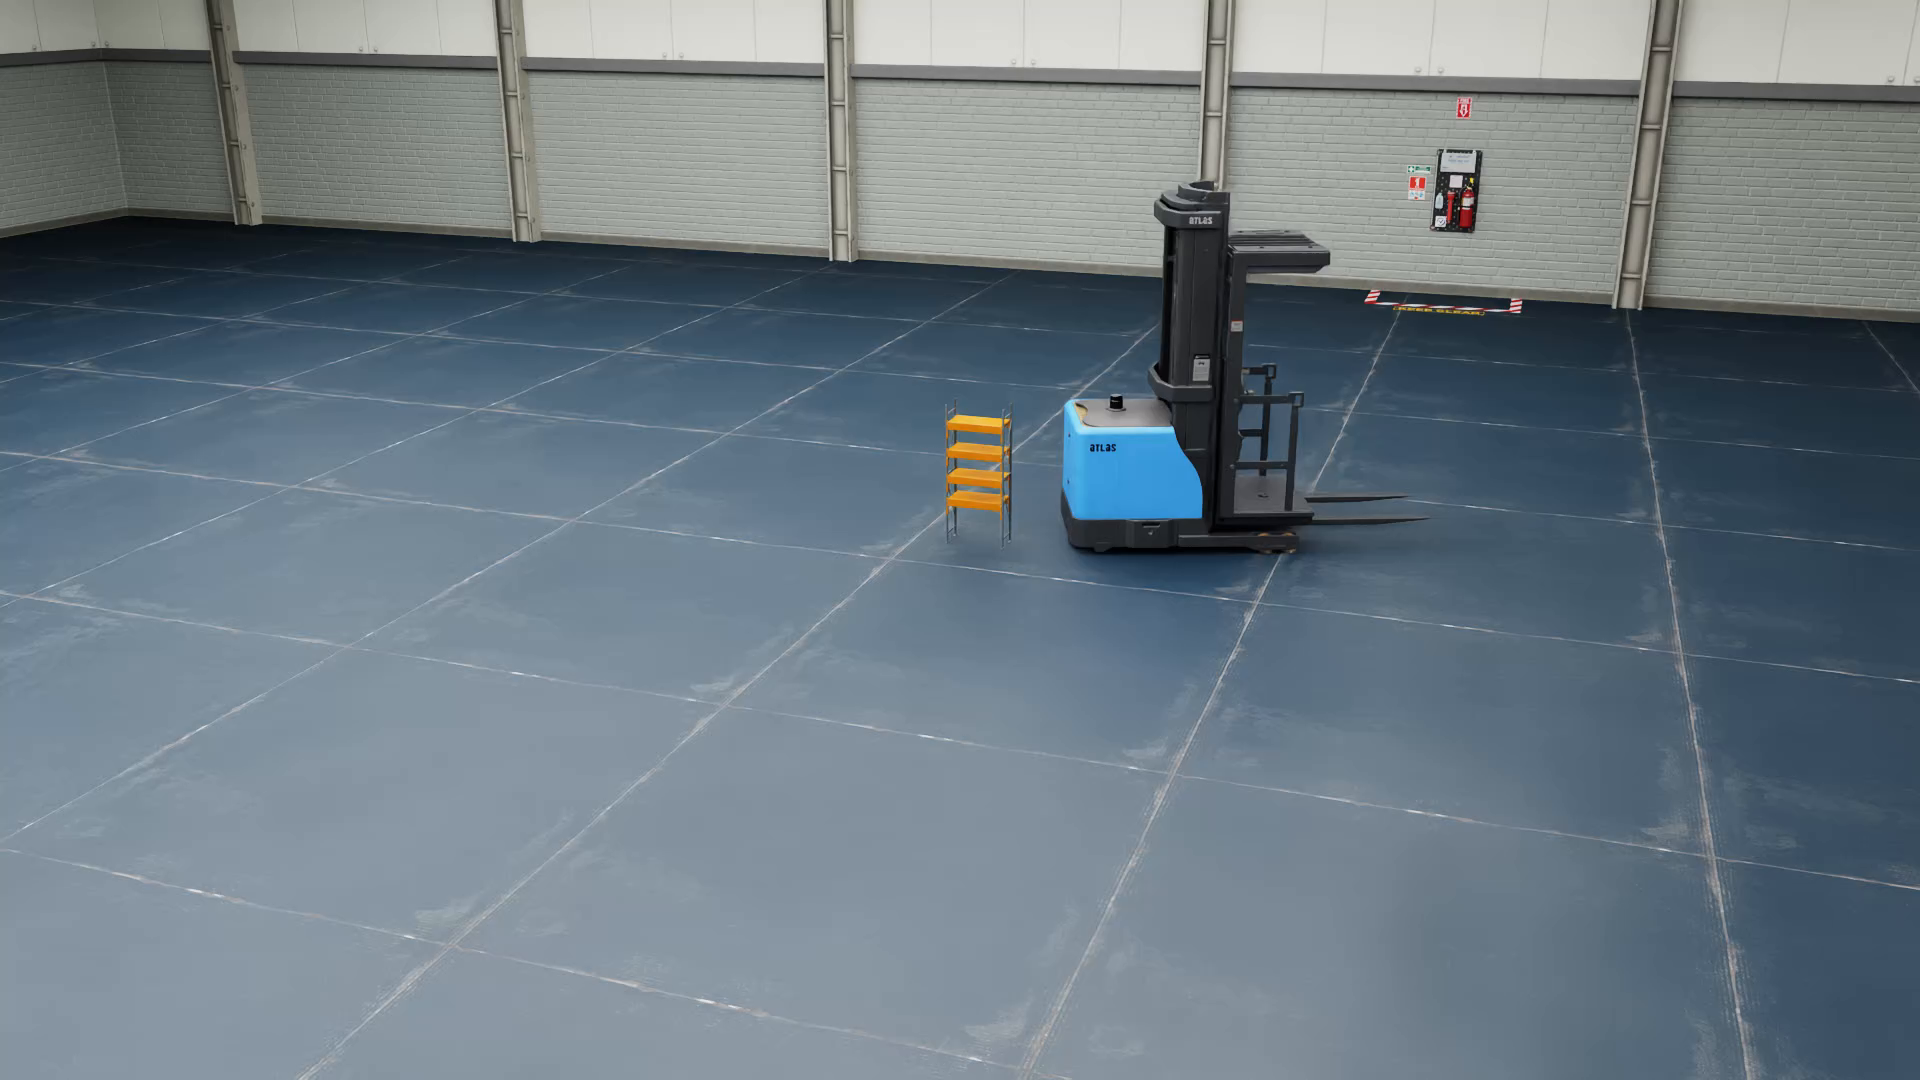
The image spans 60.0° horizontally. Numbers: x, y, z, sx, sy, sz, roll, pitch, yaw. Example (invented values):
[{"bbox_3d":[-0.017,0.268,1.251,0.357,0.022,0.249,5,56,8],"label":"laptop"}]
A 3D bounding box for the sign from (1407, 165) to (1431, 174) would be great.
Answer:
[{"bbox_3d":[6.625,-5.347,23.998,0.331,0.109,0.001,7,20,18],"label":"sign"}]

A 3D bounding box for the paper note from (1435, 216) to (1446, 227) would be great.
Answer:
[{"bbox_3d":[6.968,-4.616,24.099,0.142,0.148,0.016,7,20,18],"label":"paper note"}]

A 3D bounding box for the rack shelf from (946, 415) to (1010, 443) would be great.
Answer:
[{"bbox_3d":[0.156,-0.920,13.698,0.480,0.148,0.258,7,20,18],"label":"rack shelf"}]

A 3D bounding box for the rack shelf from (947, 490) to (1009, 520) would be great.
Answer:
[{"bbox_3d":[0.156,-0.298,13.915,0.480,0.148,0.258,7,20,18],"label":"rack shelf"}]

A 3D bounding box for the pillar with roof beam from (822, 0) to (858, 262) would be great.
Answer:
[{"bbox_3d":[-3.314,-7.503,21.929,0.400,9.000,9.100,7,20,18],"label":"pillar with roof beam"}]

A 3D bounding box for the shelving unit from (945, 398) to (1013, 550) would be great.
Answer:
[{"bbox_3d":[0.156,-0.549,13.827,0.503,1.200,0.258,7,20,18],"label":"shelving unit"}]

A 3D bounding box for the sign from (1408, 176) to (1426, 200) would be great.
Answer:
[{"bbox_3d":[6.624,-5.100,24.095,0.234,0.329,0.001,7,20,18],"label":"sign"}]

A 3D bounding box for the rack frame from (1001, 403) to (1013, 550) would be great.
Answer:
[{"bbox_3d":[0.387,-0.522,13.752,0.015,1.200,0.240,7,20,18],"label":"rack frame"}]

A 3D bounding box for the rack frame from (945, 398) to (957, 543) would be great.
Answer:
[{"bbox_3d":[-0.074,-0.575,13.903,0.015,1.200,0.240,7,20,18],"label":"rack frame"}]

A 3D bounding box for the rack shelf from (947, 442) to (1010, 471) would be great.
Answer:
[{"bbox_3d":[0.156,-0.696,13.776,0.480,0.148,0.258,7,20,18],"label":"rack shelf"}]

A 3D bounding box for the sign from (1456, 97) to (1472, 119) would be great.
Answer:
[{"bbox_3d":[7.137,-6.117,23.547,0.199,0.298,0.001,7,20,18],"label":"sign"}]

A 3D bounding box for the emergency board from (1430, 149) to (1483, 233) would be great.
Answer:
[{"bbox_3d":[7.112,-4.991,23.837,0.643,1.169,0.194,7,20,18],"label":"emergency board"}]

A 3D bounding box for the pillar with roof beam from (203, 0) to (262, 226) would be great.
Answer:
[{"bbox_3d":[-14.650,-8.799,25.647,0.400,9.000,9.100,7,20,18],"label":"pillar with roof beam"}]

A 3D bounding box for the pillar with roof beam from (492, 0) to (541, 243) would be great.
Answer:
[{"bbox_3d":[-8.982,-8.151,23.788,0.400,9.000,9.100,7,20,18],"label":"pillar with roof beam"}]

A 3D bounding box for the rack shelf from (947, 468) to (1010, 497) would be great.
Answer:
[{"bbox_3d":[0.156,-0.485,13.850,0.480,0.148,0.258,7,20,18],"label":"rack shelf"}]

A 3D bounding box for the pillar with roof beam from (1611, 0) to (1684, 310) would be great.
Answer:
[{"bbox_3d":[8.021,-6.206,18.210,0.400,9.000,9.100,7,20,18],"label":"pillar with roof beam"}]

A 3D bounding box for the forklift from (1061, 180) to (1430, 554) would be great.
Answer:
[{"bbox_3d":[2.415,-1.446,13.772,3.031,2.935,1.130,-1,19,-2],"label":"forklift"}]

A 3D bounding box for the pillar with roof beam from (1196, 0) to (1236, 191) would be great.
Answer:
[{"bbox_3d":[2.353,-6.855,20.069,0.400,9.000,9.100,7,20,18],"label":"pillar with roof beam"}]
